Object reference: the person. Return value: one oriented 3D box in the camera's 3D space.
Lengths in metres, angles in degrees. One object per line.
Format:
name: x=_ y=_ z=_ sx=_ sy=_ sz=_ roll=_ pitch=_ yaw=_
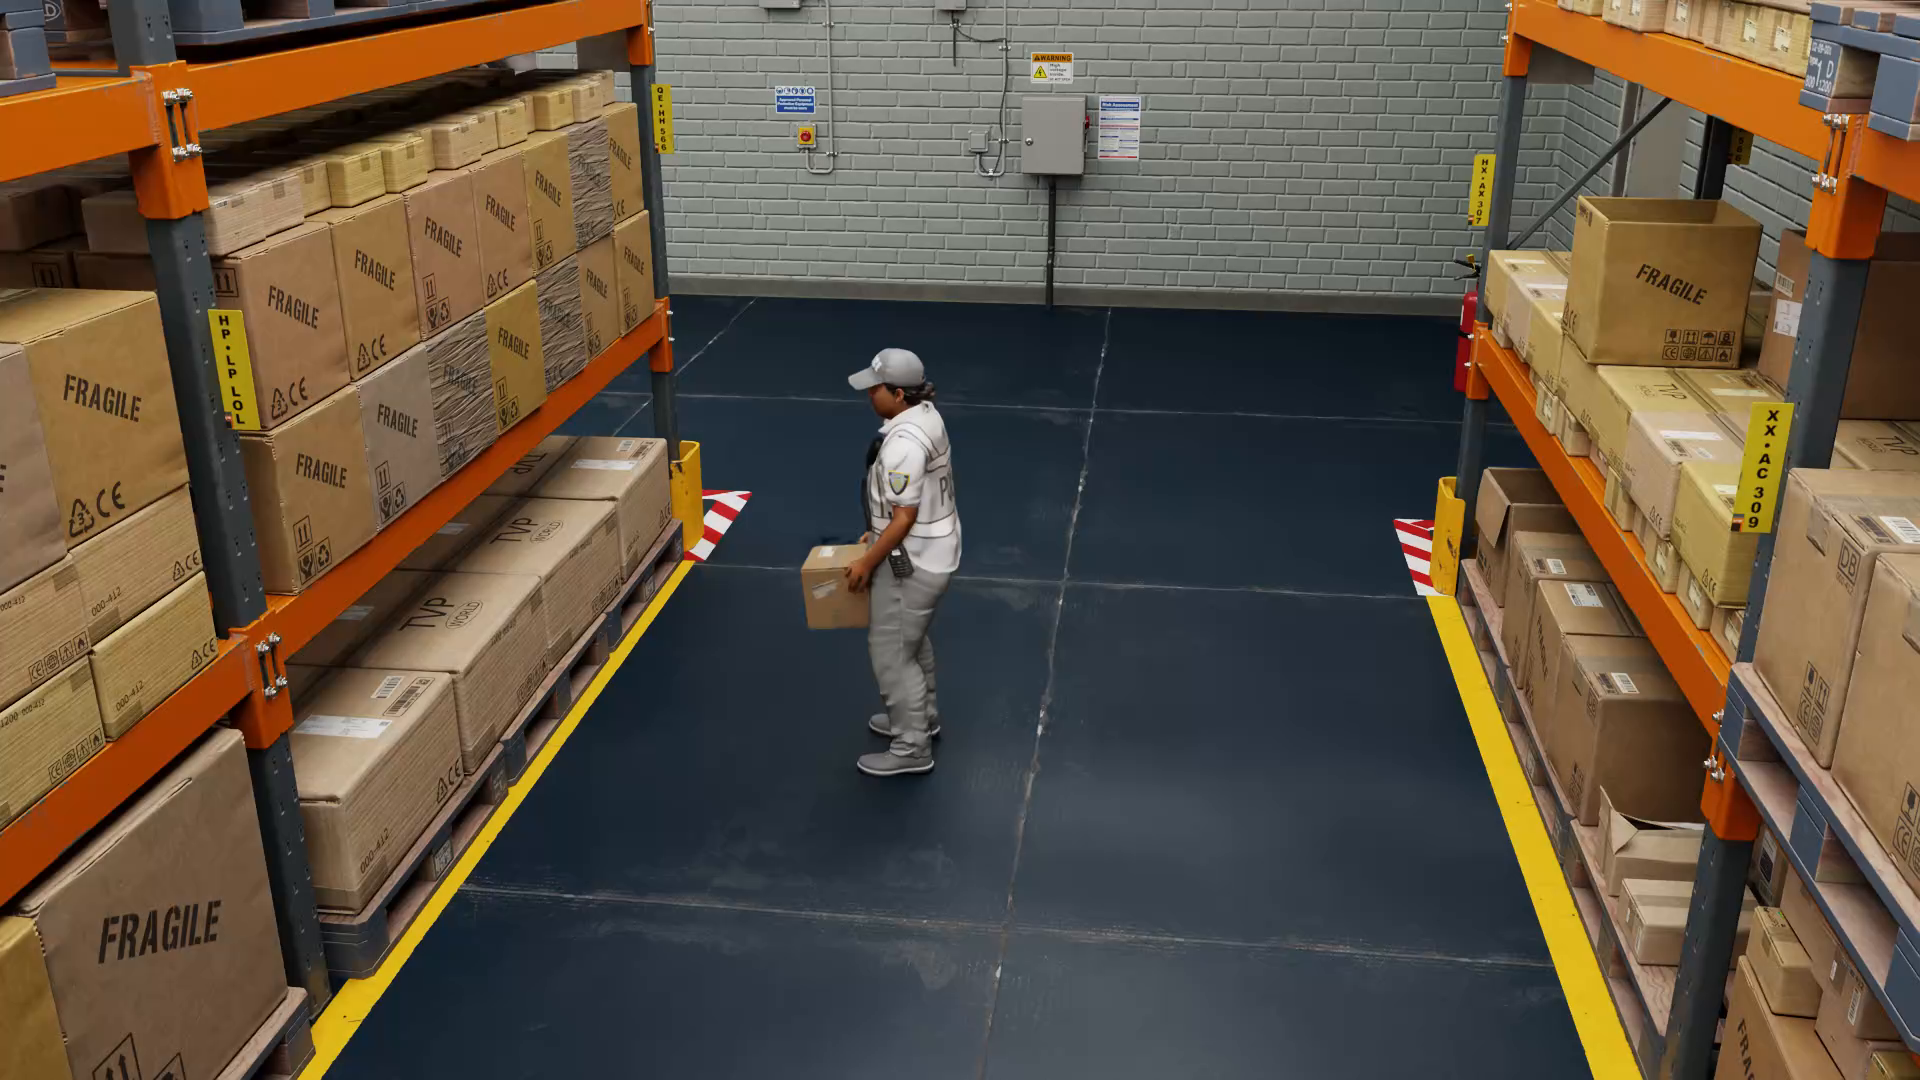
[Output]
person: x=-0.210 y=0.076 z=6.373 sx=0.426 sy=1.672 sz=0.513 roll=2 pitch=21 yaw=5
